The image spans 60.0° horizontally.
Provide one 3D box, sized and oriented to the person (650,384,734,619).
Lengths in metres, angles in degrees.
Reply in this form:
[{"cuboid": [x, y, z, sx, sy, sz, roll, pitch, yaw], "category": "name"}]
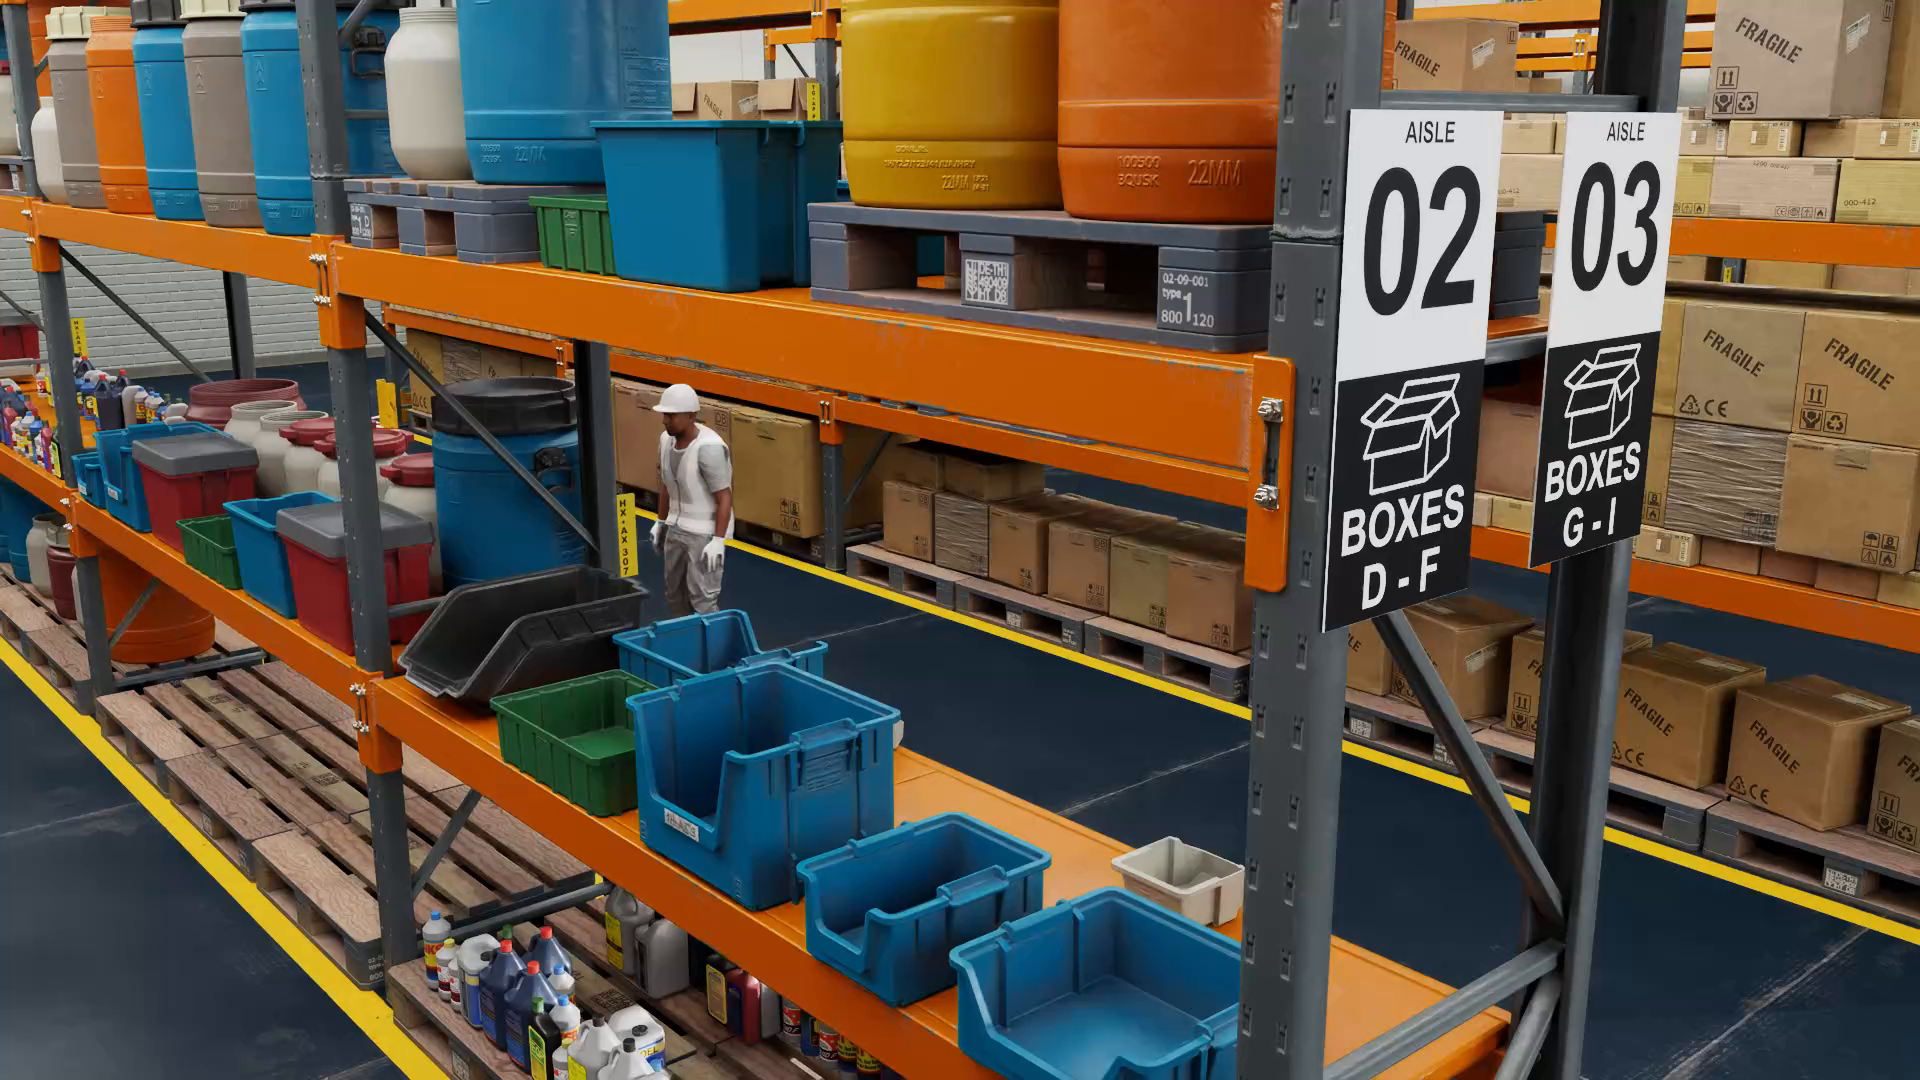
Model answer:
[{"cuboid": [-1.544, -0.024, 9.569, 0.443, 1.776, 0.631, -13, 19, -42], "category": "person"}]
